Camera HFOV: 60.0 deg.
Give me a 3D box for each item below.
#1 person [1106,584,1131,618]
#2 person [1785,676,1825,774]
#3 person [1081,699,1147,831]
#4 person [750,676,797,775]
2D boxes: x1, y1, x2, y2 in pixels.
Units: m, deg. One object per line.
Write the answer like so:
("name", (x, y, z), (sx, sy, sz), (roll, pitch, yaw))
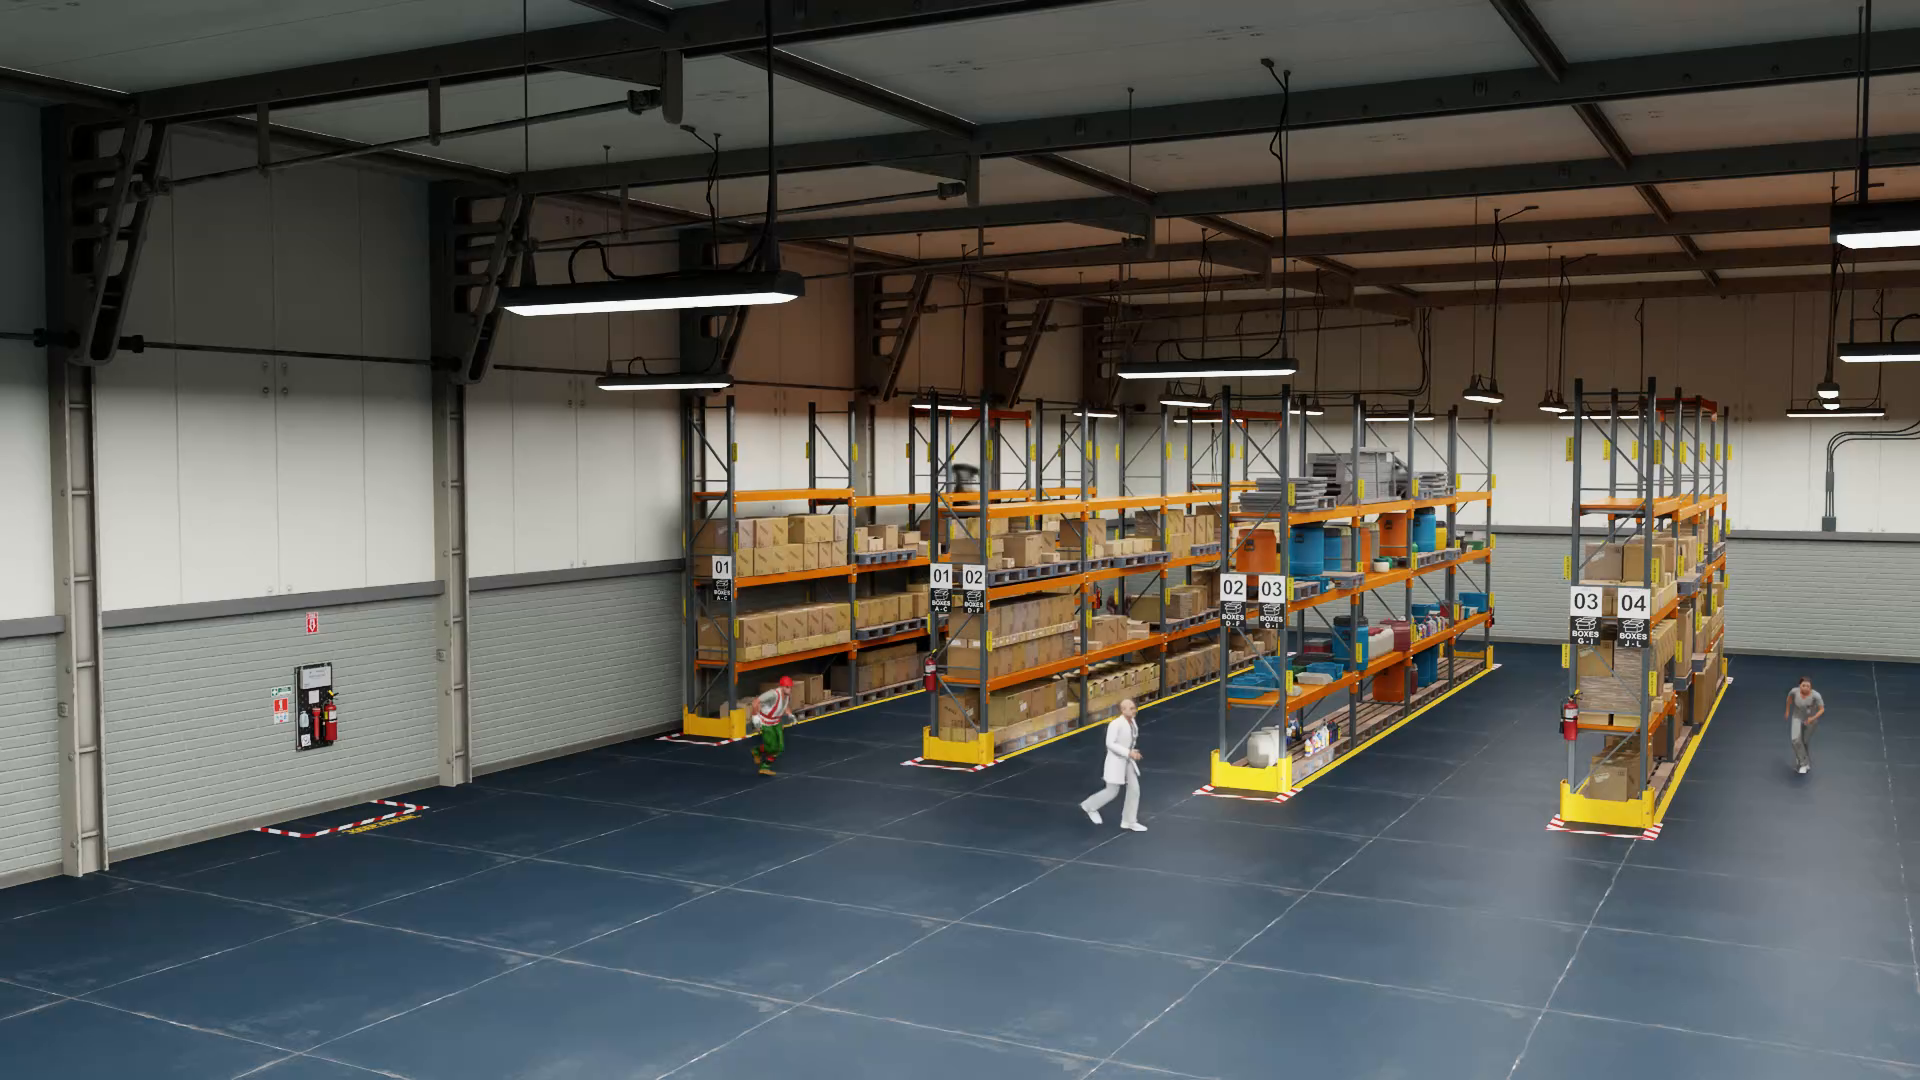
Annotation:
("person", (3.948, 1.962, 41.052), (0.682, 1.780, 0.845), (1, 3, 18))
("person", (13.284, 2.850, 26.144), (0.571, 1.523, 1.002), (2, 3, 30))
("person", (2.051, 2.969, 22.112), (0.964, 1.745, 0.701), (3, 4, 40))
("person", (-2.912, 2.869, 25.667), (0.903, 1.581, 0.686), (2, 4, 38))
